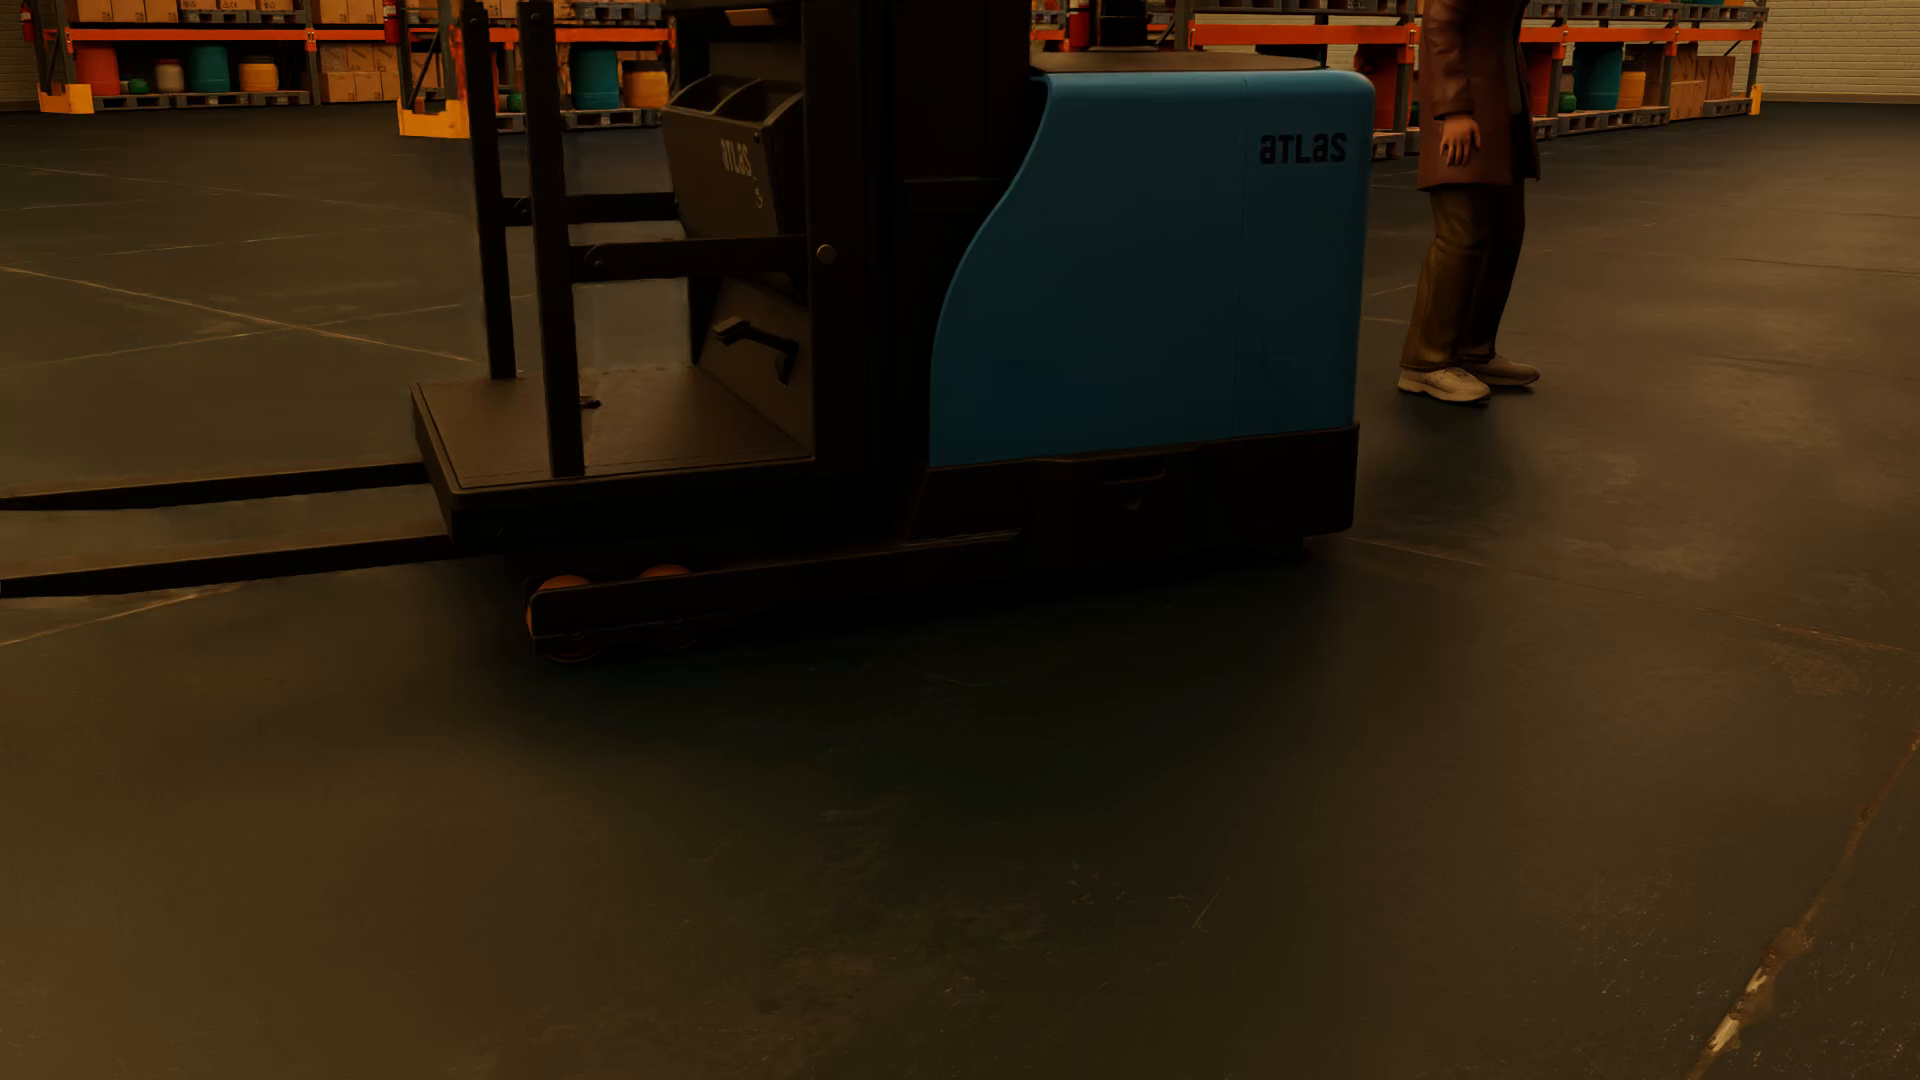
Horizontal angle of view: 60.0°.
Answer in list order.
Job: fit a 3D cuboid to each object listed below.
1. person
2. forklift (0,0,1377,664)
[{"bbox_3d":[1.705,-1.371,5.405,0.430,1.772,0.644,13,21,37],"label":"person"},{"bbox_3d":[-0.665,-1.340,3.311,3.031,2.935,1.130,-7,18,-21],"label":"forklift"}]
